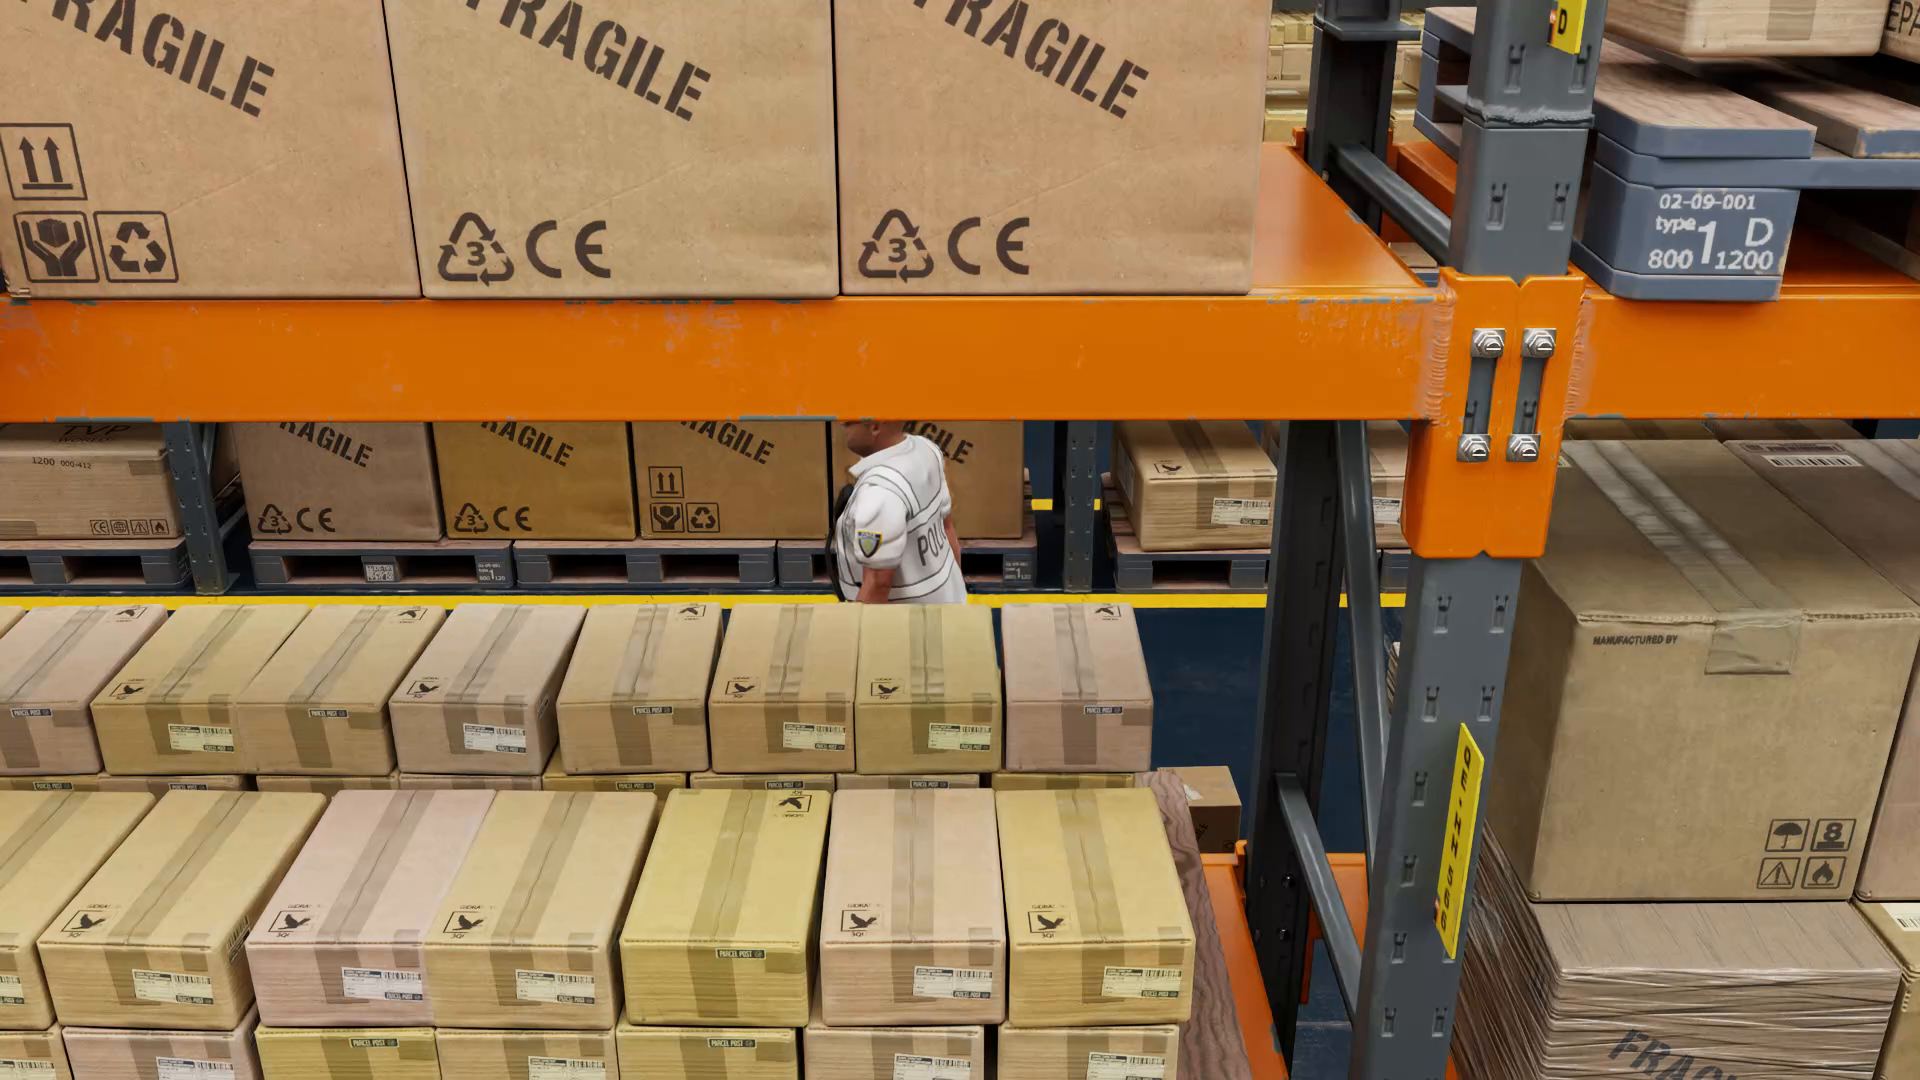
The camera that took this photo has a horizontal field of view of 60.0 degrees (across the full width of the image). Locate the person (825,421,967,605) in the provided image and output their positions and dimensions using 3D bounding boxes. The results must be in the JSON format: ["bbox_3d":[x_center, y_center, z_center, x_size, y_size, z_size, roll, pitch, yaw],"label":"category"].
[{"bbox_3d":[-0.244,0.237,5.529,1.042,1.692,0.570,3,24,6],"label":"person"}]
